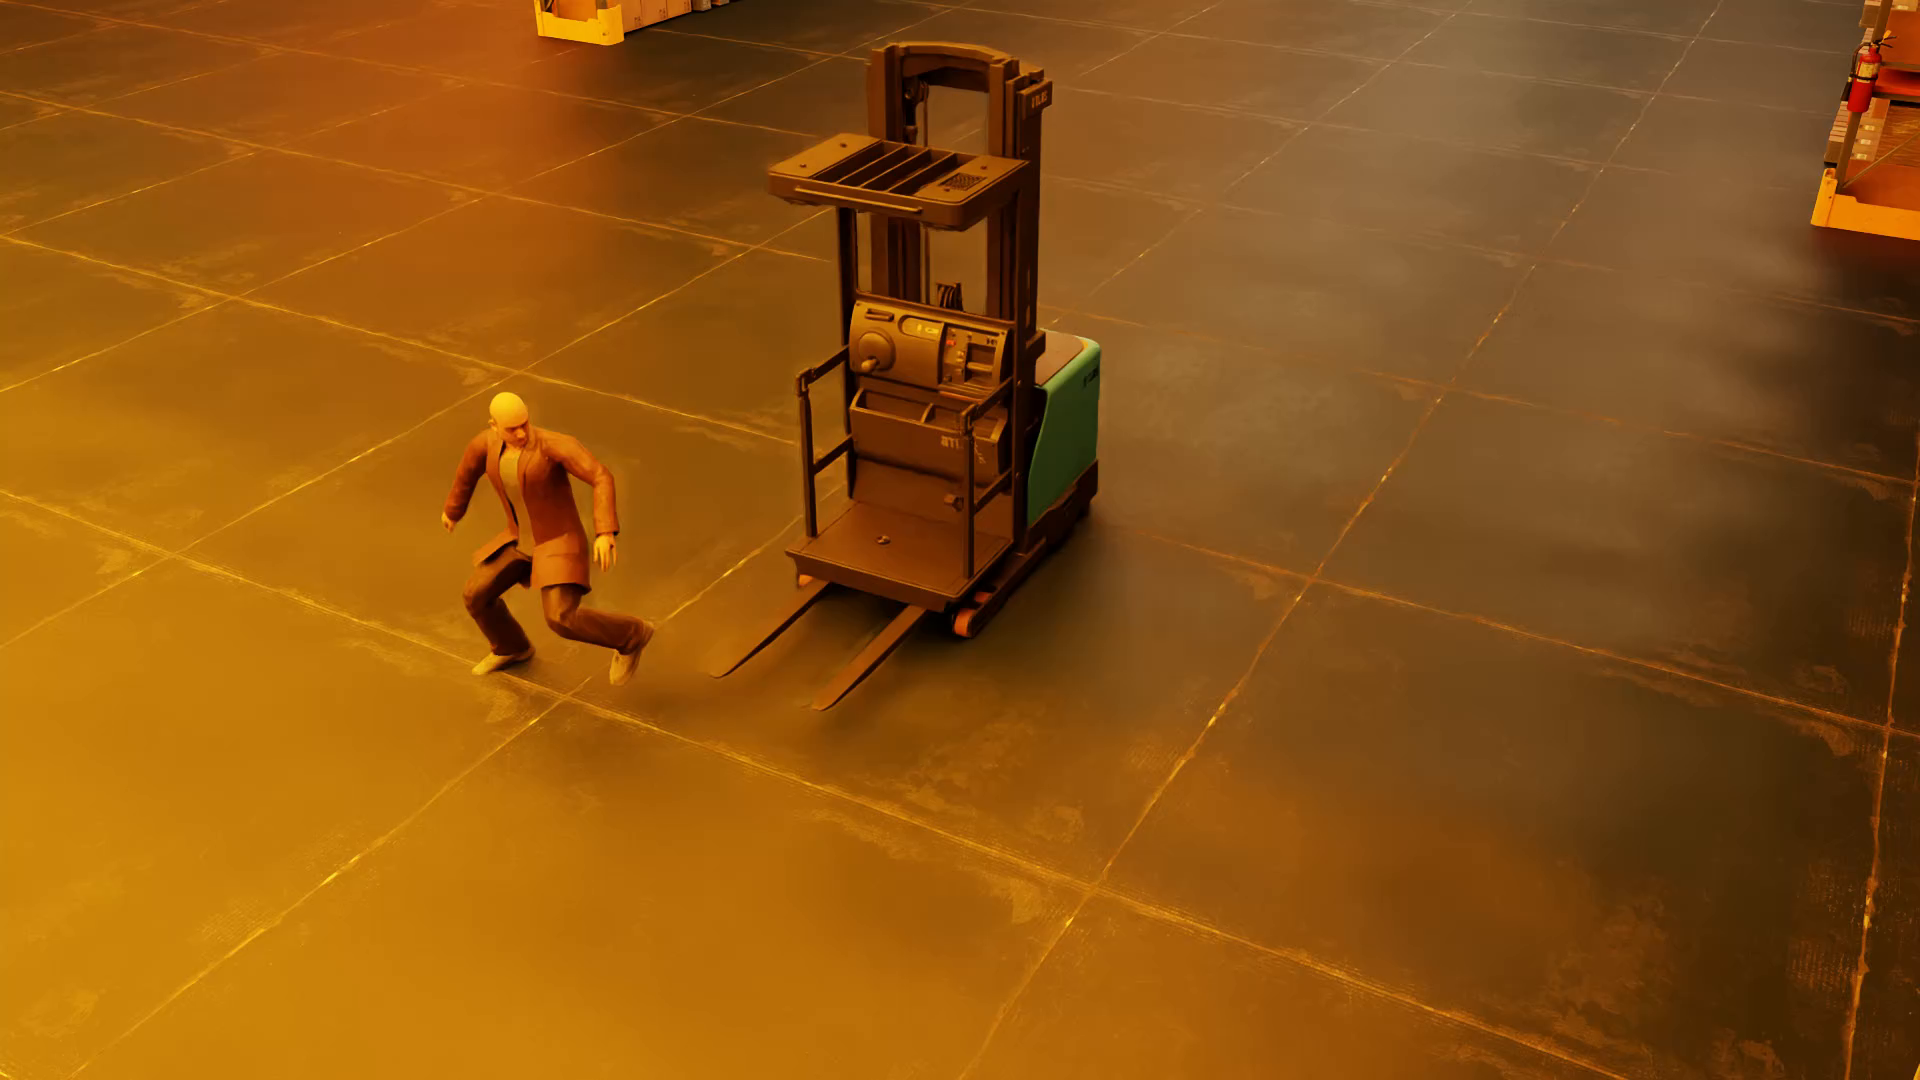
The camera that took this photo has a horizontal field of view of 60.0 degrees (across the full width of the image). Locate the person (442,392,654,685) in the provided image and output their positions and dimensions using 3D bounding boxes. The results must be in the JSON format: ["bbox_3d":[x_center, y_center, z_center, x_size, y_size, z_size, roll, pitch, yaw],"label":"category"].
[{"bbox_3d":[-2.173,-0.003,8.424,1.177,1.671,0.539,15,33,25],"label":"person"}]

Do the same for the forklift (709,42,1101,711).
[{"bbox_3d":[-0.273,-0.990,8.787,1.130,2.935,3.031,15,33,24],"label":"forklift"}]
